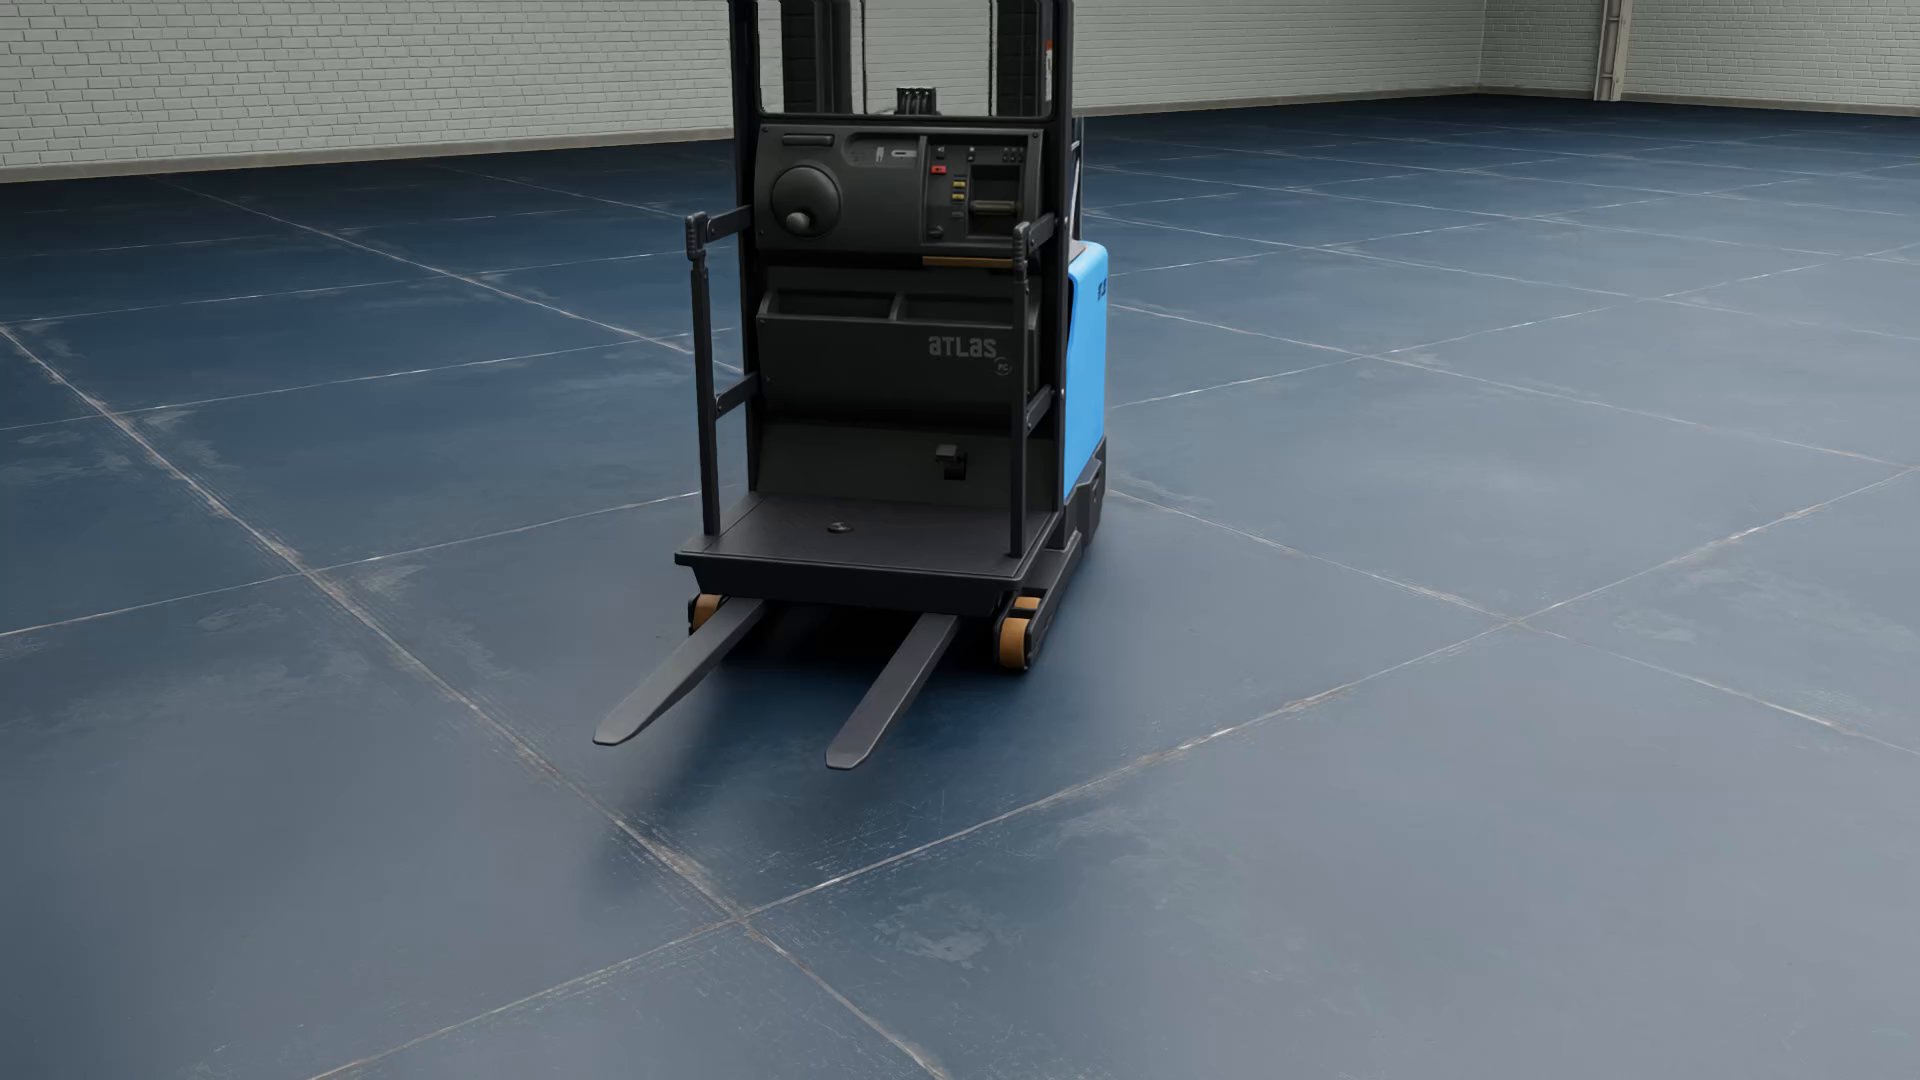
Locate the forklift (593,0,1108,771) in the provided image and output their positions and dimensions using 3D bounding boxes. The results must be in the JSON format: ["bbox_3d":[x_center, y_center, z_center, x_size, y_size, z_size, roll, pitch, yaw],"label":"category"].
[{"bbox_3d":[-0.247,-1.117,5.074,1.130,2.935,3.031,4,19,12],"label":"forklift"}]

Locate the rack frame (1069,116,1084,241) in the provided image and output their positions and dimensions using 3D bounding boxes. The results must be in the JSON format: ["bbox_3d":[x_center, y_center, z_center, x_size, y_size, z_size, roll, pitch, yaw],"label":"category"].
[{"bbox_3d":[0.454,-0.975,6.922,0.032,1.500,0.500,3,19,10],"label":"rack frame"}]

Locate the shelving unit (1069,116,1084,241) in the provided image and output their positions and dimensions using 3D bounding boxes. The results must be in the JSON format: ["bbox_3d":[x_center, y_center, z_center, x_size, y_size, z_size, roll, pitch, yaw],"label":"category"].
[{"bbox_3d":[-0.037,-1.004,7.009,1.083,1.500,0.587,3,19,10],"label":"shelving unit"}]

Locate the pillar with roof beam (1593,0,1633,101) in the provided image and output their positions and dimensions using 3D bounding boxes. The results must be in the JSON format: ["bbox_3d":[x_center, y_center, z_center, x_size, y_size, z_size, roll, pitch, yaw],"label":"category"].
[{"bbox_3d":[8.903,-11.772,27.597,9.100,9.000,0.400,-14,23,-36],"label":"pillar with roof beam"}]
